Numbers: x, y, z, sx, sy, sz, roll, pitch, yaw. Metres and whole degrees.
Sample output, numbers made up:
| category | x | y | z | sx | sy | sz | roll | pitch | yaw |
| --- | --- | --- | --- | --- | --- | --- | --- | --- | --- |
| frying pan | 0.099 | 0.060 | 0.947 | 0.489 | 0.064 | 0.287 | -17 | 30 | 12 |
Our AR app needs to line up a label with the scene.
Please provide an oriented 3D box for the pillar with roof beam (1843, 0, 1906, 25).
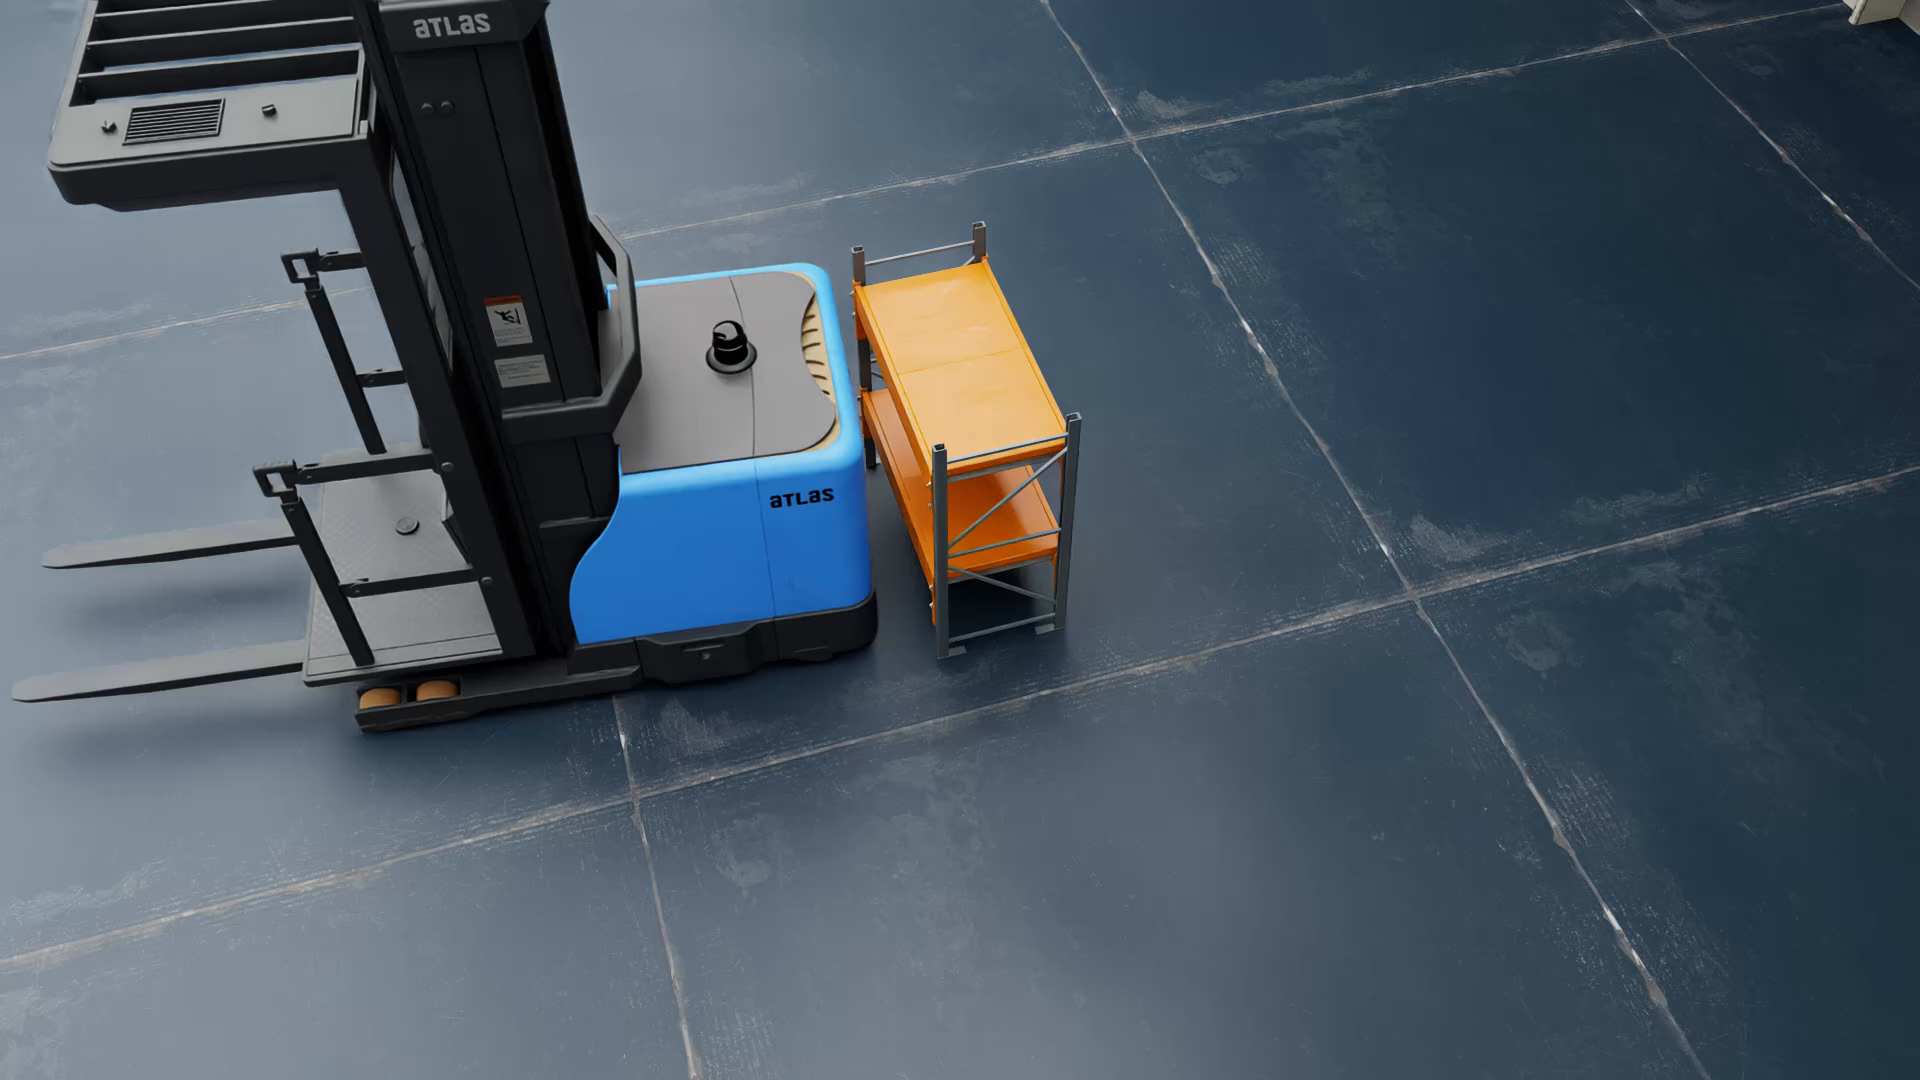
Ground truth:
| category | x | y | z | sx | sy | sz | roll | pitch | yaw |
| --- | --- | --- | --- | --- | --- | --- | --- | --- | --- |
| pillar with roof beam | 0.734 | -4.844 | 4.738 | 9.100 | 9.000 | 0.400 | -13 | 51 | -11 |

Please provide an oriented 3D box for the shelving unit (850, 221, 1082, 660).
| category | x | y | z | sx | sy | sz | roll | pitch | yaw |
| --- | --- | --- | --- | --- | --- | --- | --- | --- | --- |
| shelving unit | 0.002 | -0.358 | 6.105 | 0.538 | 1.125 | 1.048 | -13 | 51 | -11 |

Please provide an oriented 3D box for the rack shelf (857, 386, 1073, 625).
| category | x | y | z | sx | sy | sz | roll | pitch | yaw |
| --- | --- | --- | --- | --- | --- | --- | --- | --- | --- |
| rack shelf | 0.002 | -0.200 | 6.292 | 0.538 | 0.278 | 1.000 | -13 | 51 | -11 |

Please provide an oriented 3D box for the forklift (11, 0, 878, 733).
| category | x | y | z | sx | sy | sz | roll | pitch | yaw |
| --- | --- | --- | --- | --- | --- | --- | --- | --- | --- |
| forklift | -1.870 | -0.702 | 5.215 | 3.031 | 2.935 | 1.130 | -8 | 50 | -7 |

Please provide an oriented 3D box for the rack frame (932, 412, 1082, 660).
| category | x | y | z | sx | sy | sz | roll | pitch | yaw |
| --- | --- | --- | --- | --- | --- | --- | --- | --- | --- |
| rack frame | 0.152 | 0.014 | 5.792 | 0.500 | 1.125 | 0.032 | -13 | 51 | -11 |

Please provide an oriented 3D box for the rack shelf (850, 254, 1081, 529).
| category | x | y | z | sx | sy | sz | roll | pitch | yaw |
| --- | --- | --- | --- | --- | --- | --- | --- | --- | --- |
| rack shelf | 0.002 | -0.546 | 5.882 | 0.538 | 0.278 | 1.000 | -13 | 51 | -11 |

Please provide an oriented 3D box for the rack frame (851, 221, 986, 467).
| category | x | y | z | sx | sy | sz | roll | pitch | yaw |
| --- | --- | --- | --- | --- | --- | --- | --- | --- | --- |
| rack frame | -0.148 | -0.729 | 6.418 | 0.500 | 1.125 | 0.032 | -13 | 51 | -11 |
